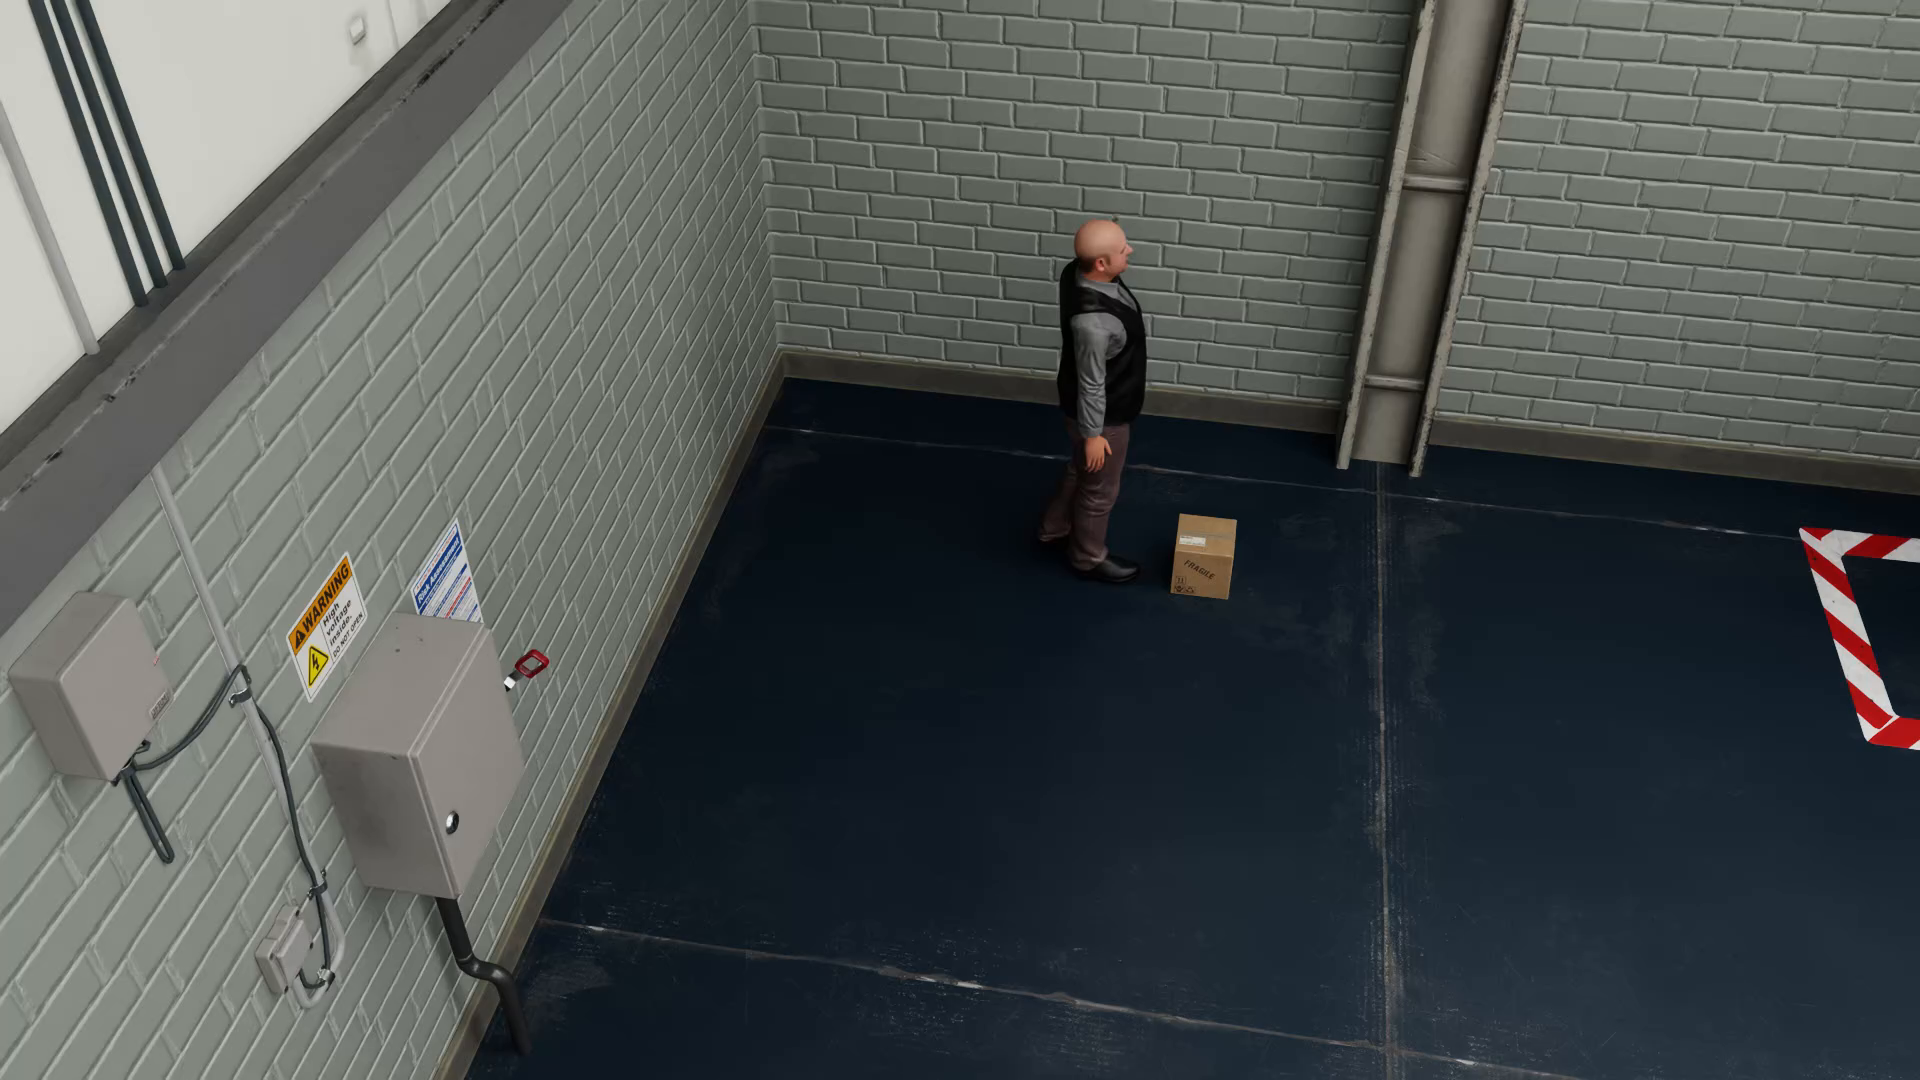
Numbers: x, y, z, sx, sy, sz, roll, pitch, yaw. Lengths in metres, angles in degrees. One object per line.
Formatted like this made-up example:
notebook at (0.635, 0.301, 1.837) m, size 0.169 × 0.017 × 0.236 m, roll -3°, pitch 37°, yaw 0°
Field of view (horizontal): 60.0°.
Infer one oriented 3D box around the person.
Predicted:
person at (0.563, -0.555, 6.818) m, size 0.448 × 1.722 × 0.561 m, roll 0°, pitch 40°, yaw 0°
